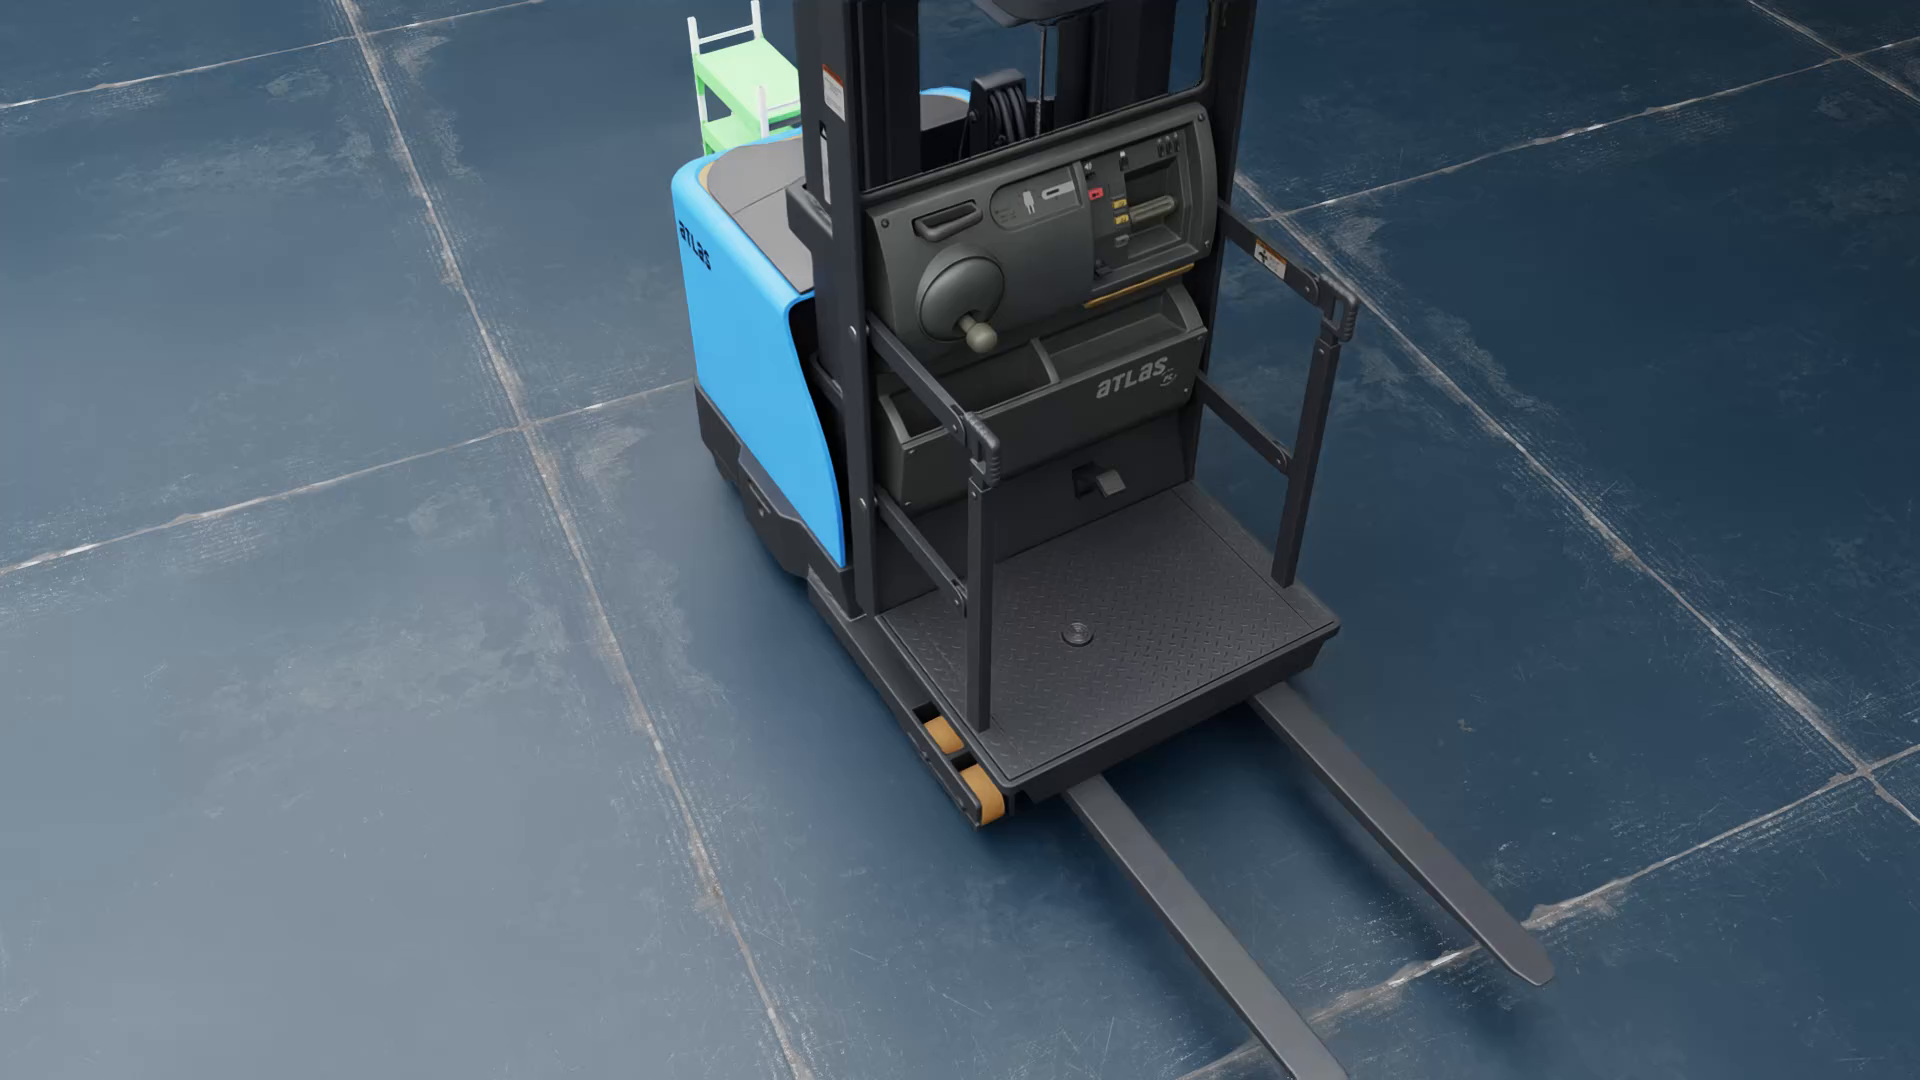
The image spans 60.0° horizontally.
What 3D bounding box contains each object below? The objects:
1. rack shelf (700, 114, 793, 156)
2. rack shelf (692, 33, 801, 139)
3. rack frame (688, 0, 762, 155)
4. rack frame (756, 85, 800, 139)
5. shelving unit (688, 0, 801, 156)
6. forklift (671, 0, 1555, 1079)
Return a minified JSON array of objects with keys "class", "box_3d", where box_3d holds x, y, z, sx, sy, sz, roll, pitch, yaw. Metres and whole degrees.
[{"class":"rack shelf","box_3d":[-0.618,-1.220,5.381,0.258,0.148,0.480,-23,49,-22]},{"class":"rack shelf","box_3d":[-0.618,-1.390,5.212,0.258,0.148,0.480,-23,49,-22]},{"class":"rack frame","box_3d":[-0.744,-1.241,5.654,0.240,1.200,0.015,-23,49,-22]},{"class":"rack frame","box_3d":[-0.493,-0.947,5.356,0.240,1.200,0.015,-23,49,-22]},{"class":"shelving unit","box_3d":[-0.618,-1.094,5.505,0.258,1.200,0.503,-23,49,-22]},{"class":"forklift","box_3d":[0.333,-0.654,3.826,1.130,2.935,3.031,-23,49,-22]}]
